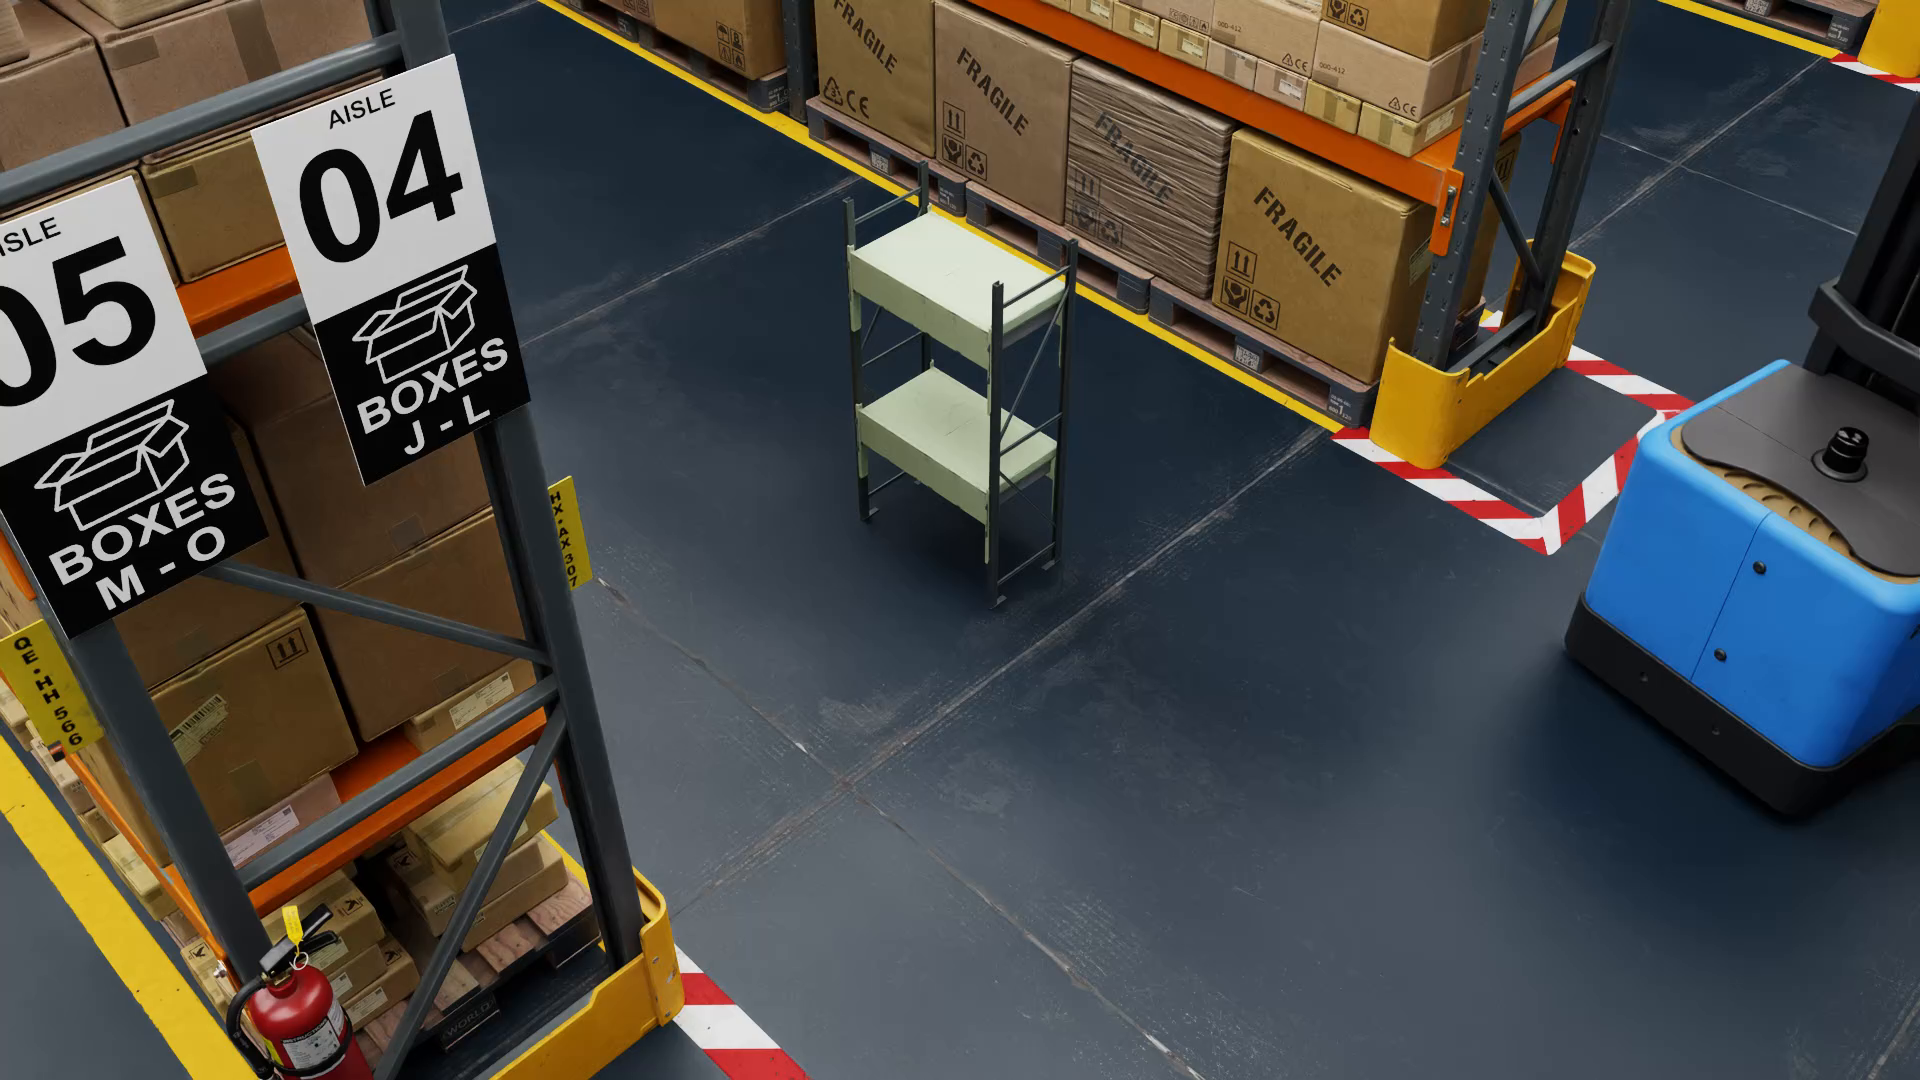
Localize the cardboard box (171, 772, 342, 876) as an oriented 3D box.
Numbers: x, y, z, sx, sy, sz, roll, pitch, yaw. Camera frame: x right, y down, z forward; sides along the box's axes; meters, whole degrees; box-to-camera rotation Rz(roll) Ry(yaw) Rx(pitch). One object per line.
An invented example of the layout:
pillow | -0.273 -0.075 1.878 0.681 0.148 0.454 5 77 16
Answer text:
cardboard box | -1.743 0.644 4.028 0.380 0.149 0.250 -34 53 -31

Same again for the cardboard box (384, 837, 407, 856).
cardboard box | -1.655 0.823 5.221 0.250 0.149 0.380 34 52 31

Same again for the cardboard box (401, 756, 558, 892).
cardboard box | -1.442 0.833 4.991 0.250 0.149 0.380 32 51 30

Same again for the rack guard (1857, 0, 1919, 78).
rack guard | 5.803 -3.206 9.851 1.175 0.500 0.348 -34 53 -31

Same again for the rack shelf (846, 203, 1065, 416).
rack shelf | -0.005 -0.841 5.980 0.431 0.370 0.720 -34 53 -31

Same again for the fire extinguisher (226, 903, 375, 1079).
fire extinguisher | -1.462 1.081 3.702 0.296 0.674 0.183 -34 53 -31

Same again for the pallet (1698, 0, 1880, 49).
pallet | 5.222 -3.520 10.404 1.003 0.211 1.213 -34 53 -31

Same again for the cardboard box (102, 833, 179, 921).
cardboard box | -2.276 0.903 4.915 0.250 0.149 0.380 33 52 31

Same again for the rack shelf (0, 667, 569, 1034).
rack shelf | -2.725 -0.123 5.203 1.077 0.370 4.000 -34 53 -31

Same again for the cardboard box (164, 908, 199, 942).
cardboard box | -2.256 0.991 5.039 0.250 0.149 0.380 32 52 30

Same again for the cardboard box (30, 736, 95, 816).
cardboard box | -2.643 0.646 5.194 0.380 0.149 0.250 -32 52 -30

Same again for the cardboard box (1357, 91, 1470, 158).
cardboard box | 1.786 -1.676 6.539 0.380 0.149 0.250 -33 52 -31

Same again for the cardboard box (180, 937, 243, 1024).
cardboard box | -2.086 1.238 4.991 0.380 0.149 0.250 -32 52 -30

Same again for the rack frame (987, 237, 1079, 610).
rack frame | 0.254 -0.378 6.054 0.400 1.500 0.023 -34 53 -31

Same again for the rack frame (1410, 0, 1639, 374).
rack frame | 2.270 -1.755 6.439 1.000 3.000 0.127 -34 53 -31

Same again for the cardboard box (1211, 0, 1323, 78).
cardboard box | 1.382 -2.159 6.768 0.500 0.250 0.500 33 52 31

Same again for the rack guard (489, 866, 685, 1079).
rack guard | -1.367 1.455 4.807 1.175 0.500 0.348 -34 53 -31

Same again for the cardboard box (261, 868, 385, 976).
cardboard box | -1.866 1.115 4.686 0.380 0.149 0.250 -33 52 -31

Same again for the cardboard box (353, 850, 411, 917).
cardboard box | -1.699 0.974 5.276 0.250 0.149 0.380 34 53 31

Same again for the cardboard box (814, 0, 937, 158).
cardboard box | -0.145 -2.696 8.713 0.875 0.875 0.875 -34 53 -31

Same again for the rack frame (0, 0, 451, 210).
rack frame | -1.313 -1.630 1.883 1.000 3.000 0.127 -34 53 -31

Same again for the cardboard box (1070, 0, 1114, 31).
cardboard box | 0.706 -2.411 7.334 0.380 0.149 0.250 -33 52 -31

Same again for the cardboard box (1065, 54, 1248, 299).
cardboard box | 1.119 -1.836 7.782 0.875 0.875 0.875 -34 53 -31

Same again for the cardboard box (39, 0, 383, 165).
cardboard box | -1.446 -0.997 3.151 0.500 0.250 0.500 -33 52 -31

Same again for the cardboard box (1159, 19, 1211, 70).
cardboard box | 1.063 -2.166 7.069 0.250 0.149 0.380 33 52 31

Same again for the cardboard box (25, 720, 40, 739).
cardboard box | -2.799 0.617 5.445 0.380 0.149 0.250 -31 51 -29

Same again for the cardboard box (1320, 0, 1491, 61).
cardboard box | 1.740 -2.193 6.252 0.500 0.500 0.500 -33 52 -31

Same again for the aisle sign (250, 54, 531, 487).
aisle sign | -1.049 -0.490 3.155 0.394 0.787 0.004 -34 53 -31

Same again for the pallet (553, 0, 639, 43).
pallet | -2.019 -3.574 10.462 1.003 0.211 1.213 -34 53 -31

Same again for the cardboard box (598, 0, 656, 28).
cardboard box | -1.652 -3.778 9.885 0.875 0.875 1.225 32 52 30

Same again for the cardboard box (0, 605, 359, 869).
cardboard box | -1.813 0.335 3.885 0.500 0.500 0.500 -33 52 -31

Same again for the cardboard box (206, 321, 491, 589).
cardboard box | -1.442 -0.283 3.816 0.500 0.500 0.500 34 52 31

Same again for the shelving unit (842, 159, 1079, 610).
shelving unit | -0.005 -0.554 6.244 0.431 1.500 0.755 -34 53 -31

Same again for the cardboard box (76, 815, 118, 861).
cardboard box | -2.619 0.865 5.395 0.250 0.149 0.380 32 51 30

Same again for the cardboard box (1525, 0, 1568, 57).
cardboard box | 2.122 -2.169 6.779 0.500 0.250 0.500 33 52 30

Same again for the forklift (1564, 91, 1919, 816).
forklift | 3.765 -0.936 5.603 3.031 2.935 1.130 -25 48 -25

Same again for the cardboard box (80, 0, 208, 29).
cardboard box | -1.380 -1.068 2.934 0.250 0.149 0.380 34 52 31

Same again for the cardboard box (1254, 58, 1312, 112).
cardboard box | 1.423 -1.922 6.805 0.380 0.149 0.250 -34 52 -31

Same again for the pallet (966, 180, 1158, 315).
pallet | 0.793 -1.664 8.395 1.003 0.211 1.213 -34 53 -31

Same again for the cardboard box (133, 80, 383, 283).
cardboard box | -1.449 -0.811 3.318 0.500 0.250 0.500 -32 52 -30

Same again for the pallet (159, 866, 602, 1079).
pallet | -1.915 1.154 5.346 1.003 0.211 1.213 -34 53 -31
